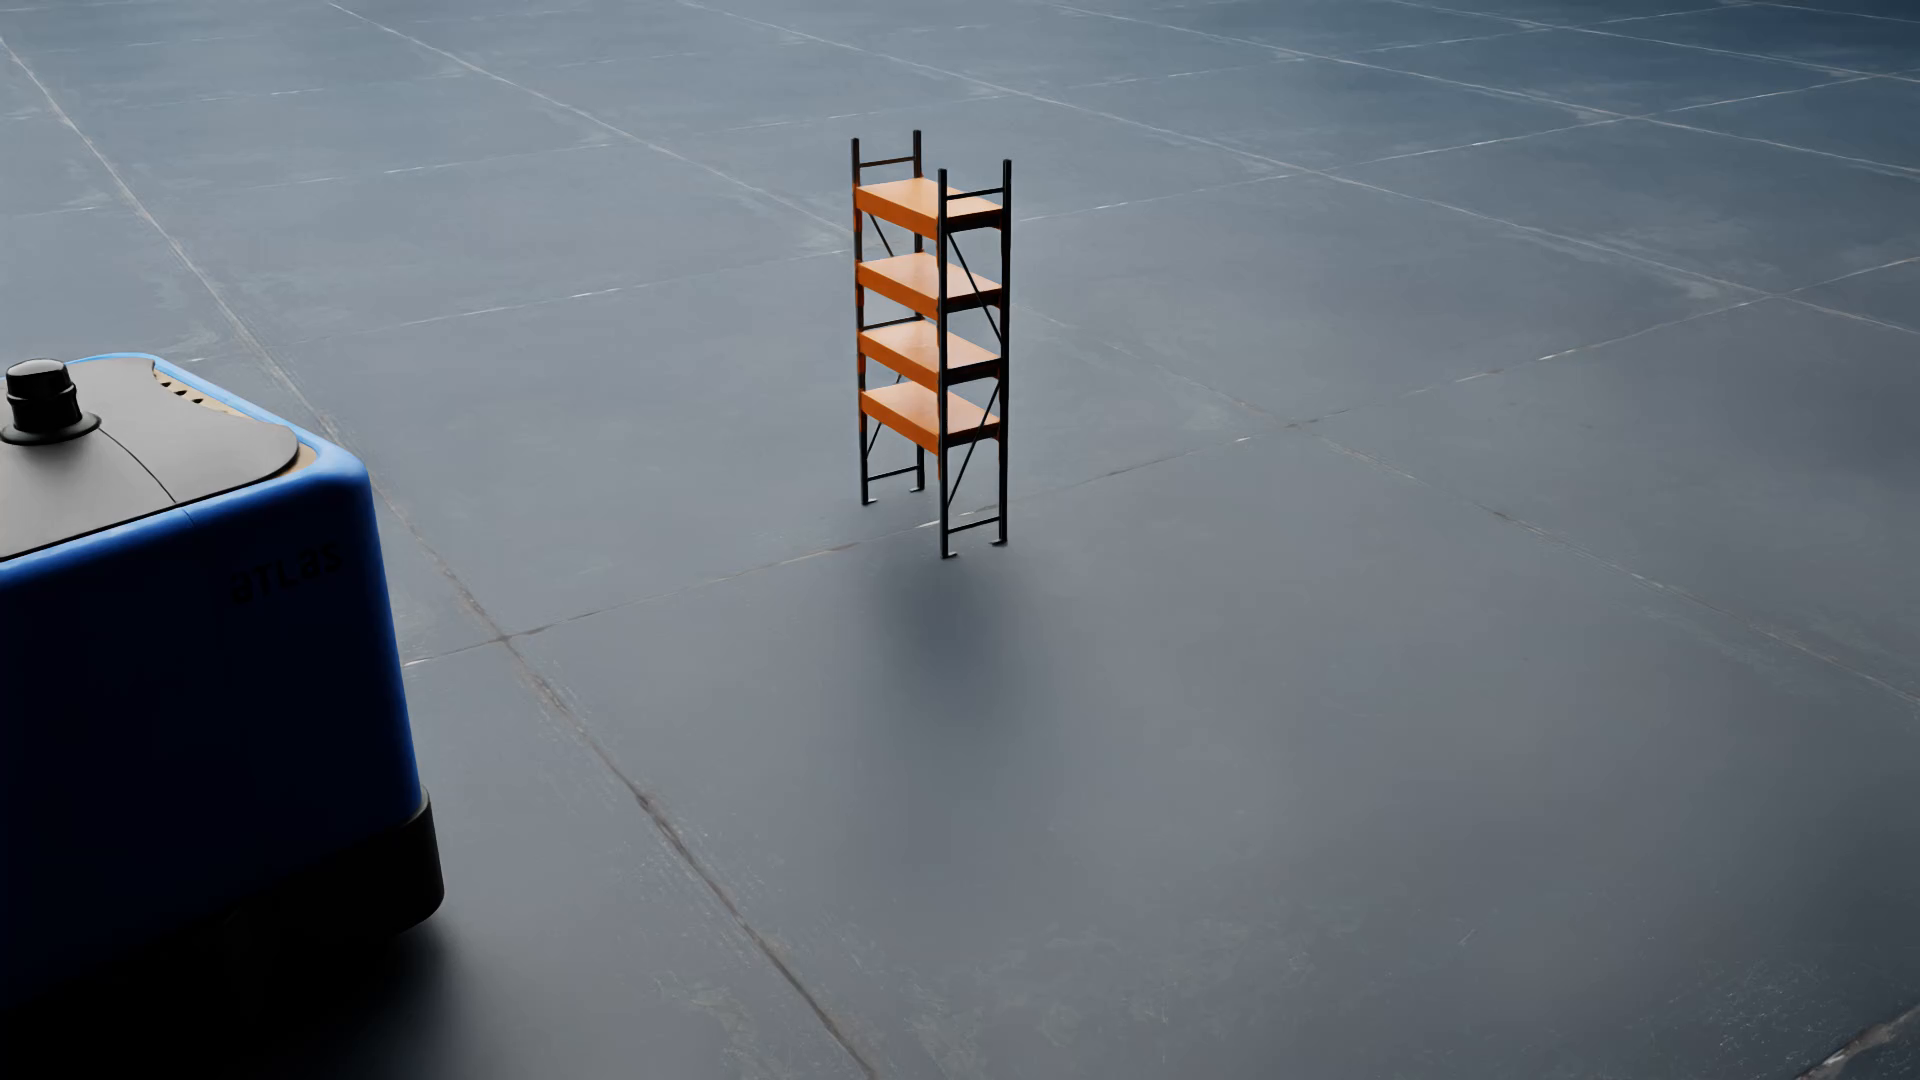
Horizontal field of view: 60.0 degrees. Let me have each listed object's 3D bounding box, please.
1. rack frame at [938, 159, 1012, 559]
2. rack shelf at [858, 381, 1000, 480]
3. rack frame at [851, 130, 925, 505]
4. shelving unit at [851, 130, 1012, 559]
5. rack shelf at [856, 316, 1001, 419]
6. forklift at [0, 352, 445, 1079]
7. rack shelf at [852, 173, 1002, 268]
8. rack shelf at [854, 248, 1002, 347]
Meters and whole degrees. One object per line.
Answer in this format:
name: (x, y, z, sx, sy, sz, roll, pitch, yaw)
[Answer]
rack frame: (0.043, -0.515, 4.934, 0.240, 1.200, 0.015, -16, 29, -30)
rack shelf: (-0.090, -0.361, 5.233, 0.258, 0.148, 0.480, -16, 29, -30)
rack frame: (-0.224, -0.689, 5.304, 0.240, 1.200, 0.015, -16, 29, -30)
shelving unit: (-0.090, -0.602, 5.119, 0.258, 1.200, 0.503, -16, 29, -30)
rack shelf: (-0.090, -0.541, 5.148, 0.258, 0.148, 0.480, -16, 29, -30)
forklift: (-2.446, -0.180, 2.198, 1.130, 2.935, 3.031, 21, 33, 38)
rack shelf: (-0.090, -0.957, 4.952, 0.258, 0.148, 0.480, -16, 29, -30)
rack shelf: (-0.090, -0.743, 5.053, 0.258, 0.148, 0.480, -16, 29, -30)
